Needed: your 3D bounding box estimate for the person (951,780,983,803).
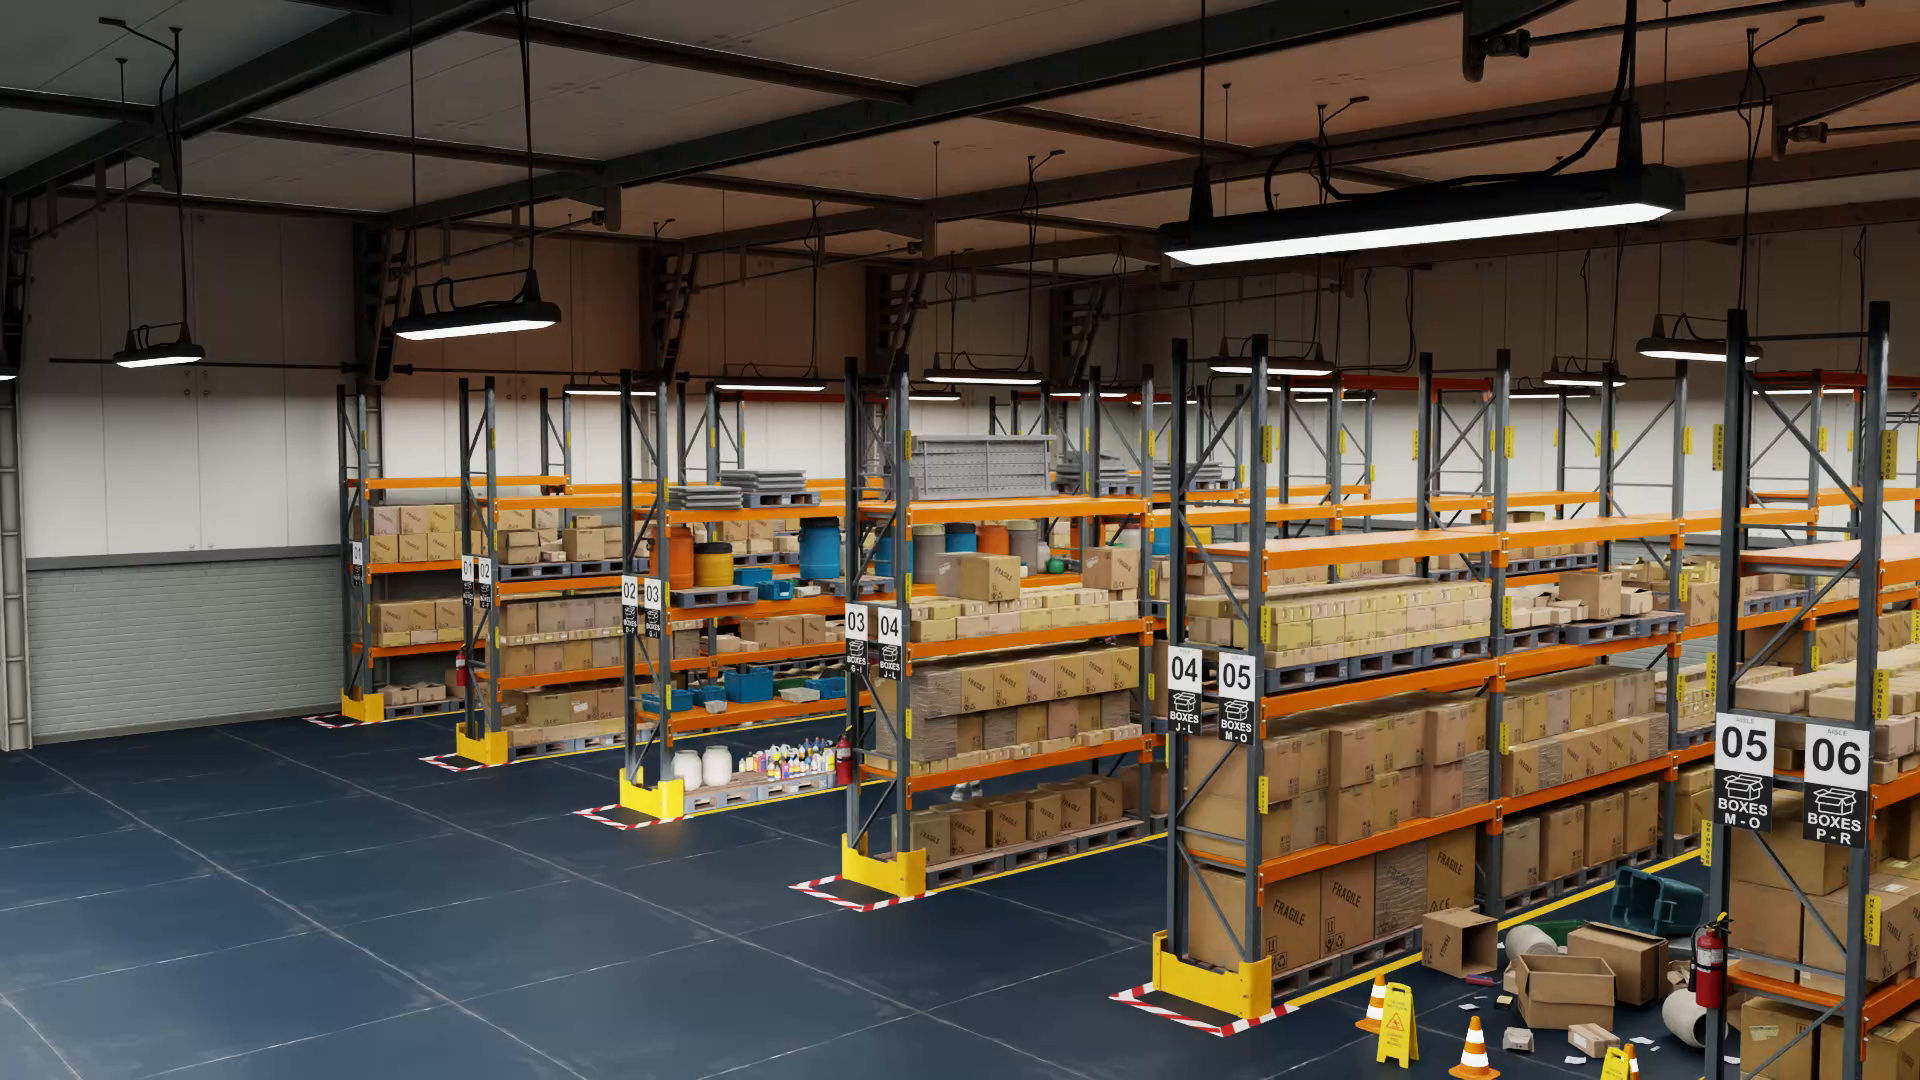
[{"bbox_3d":[0.022,2.768,22.921,0.639,1.791,0.623,-1,4,-13],"label":"person"}]
